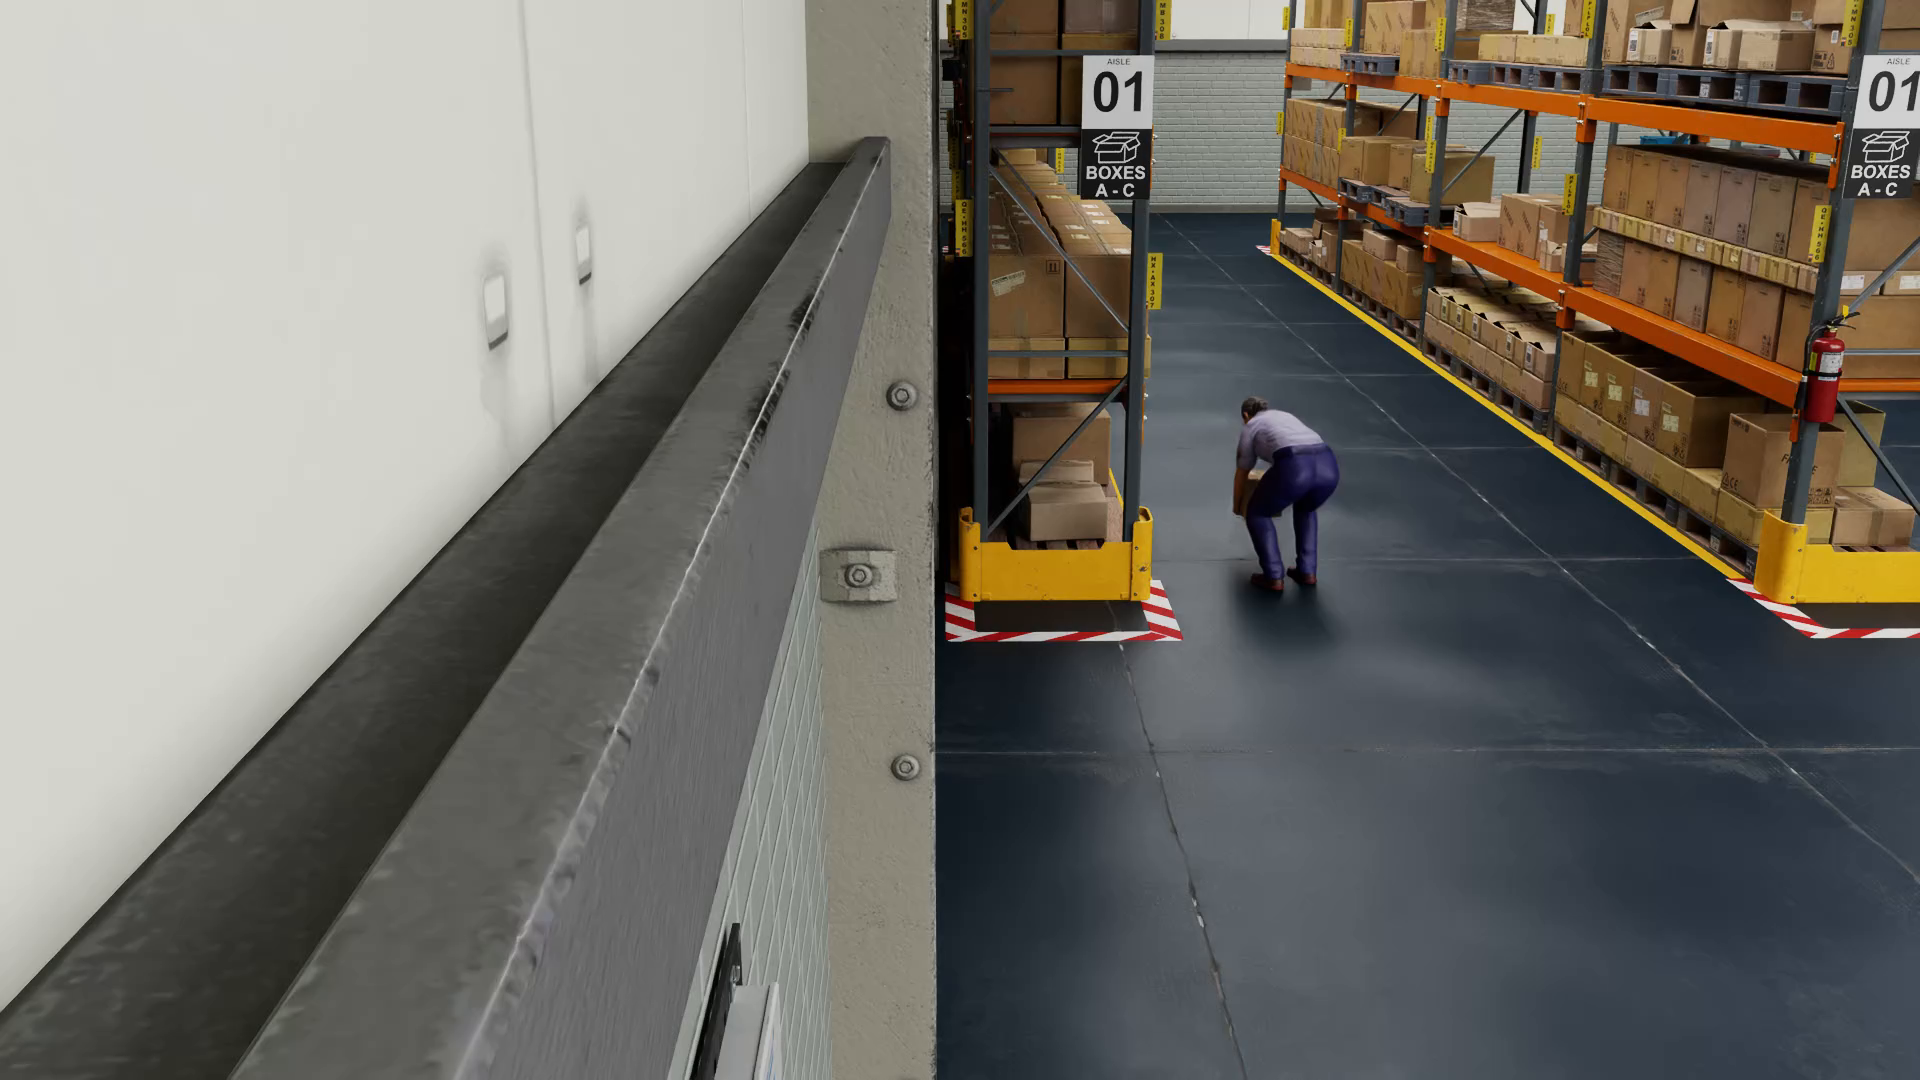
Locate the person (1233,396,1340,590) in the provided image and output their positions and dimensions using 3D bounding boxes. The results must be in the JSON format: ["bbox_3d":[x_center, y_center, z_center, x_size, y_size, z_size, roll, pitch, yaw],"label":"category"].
[{"bbox_3d":[2.002,-0.288,10.451,0.492,1.088,0.882,-6,18,-18],"label":"person"}]
